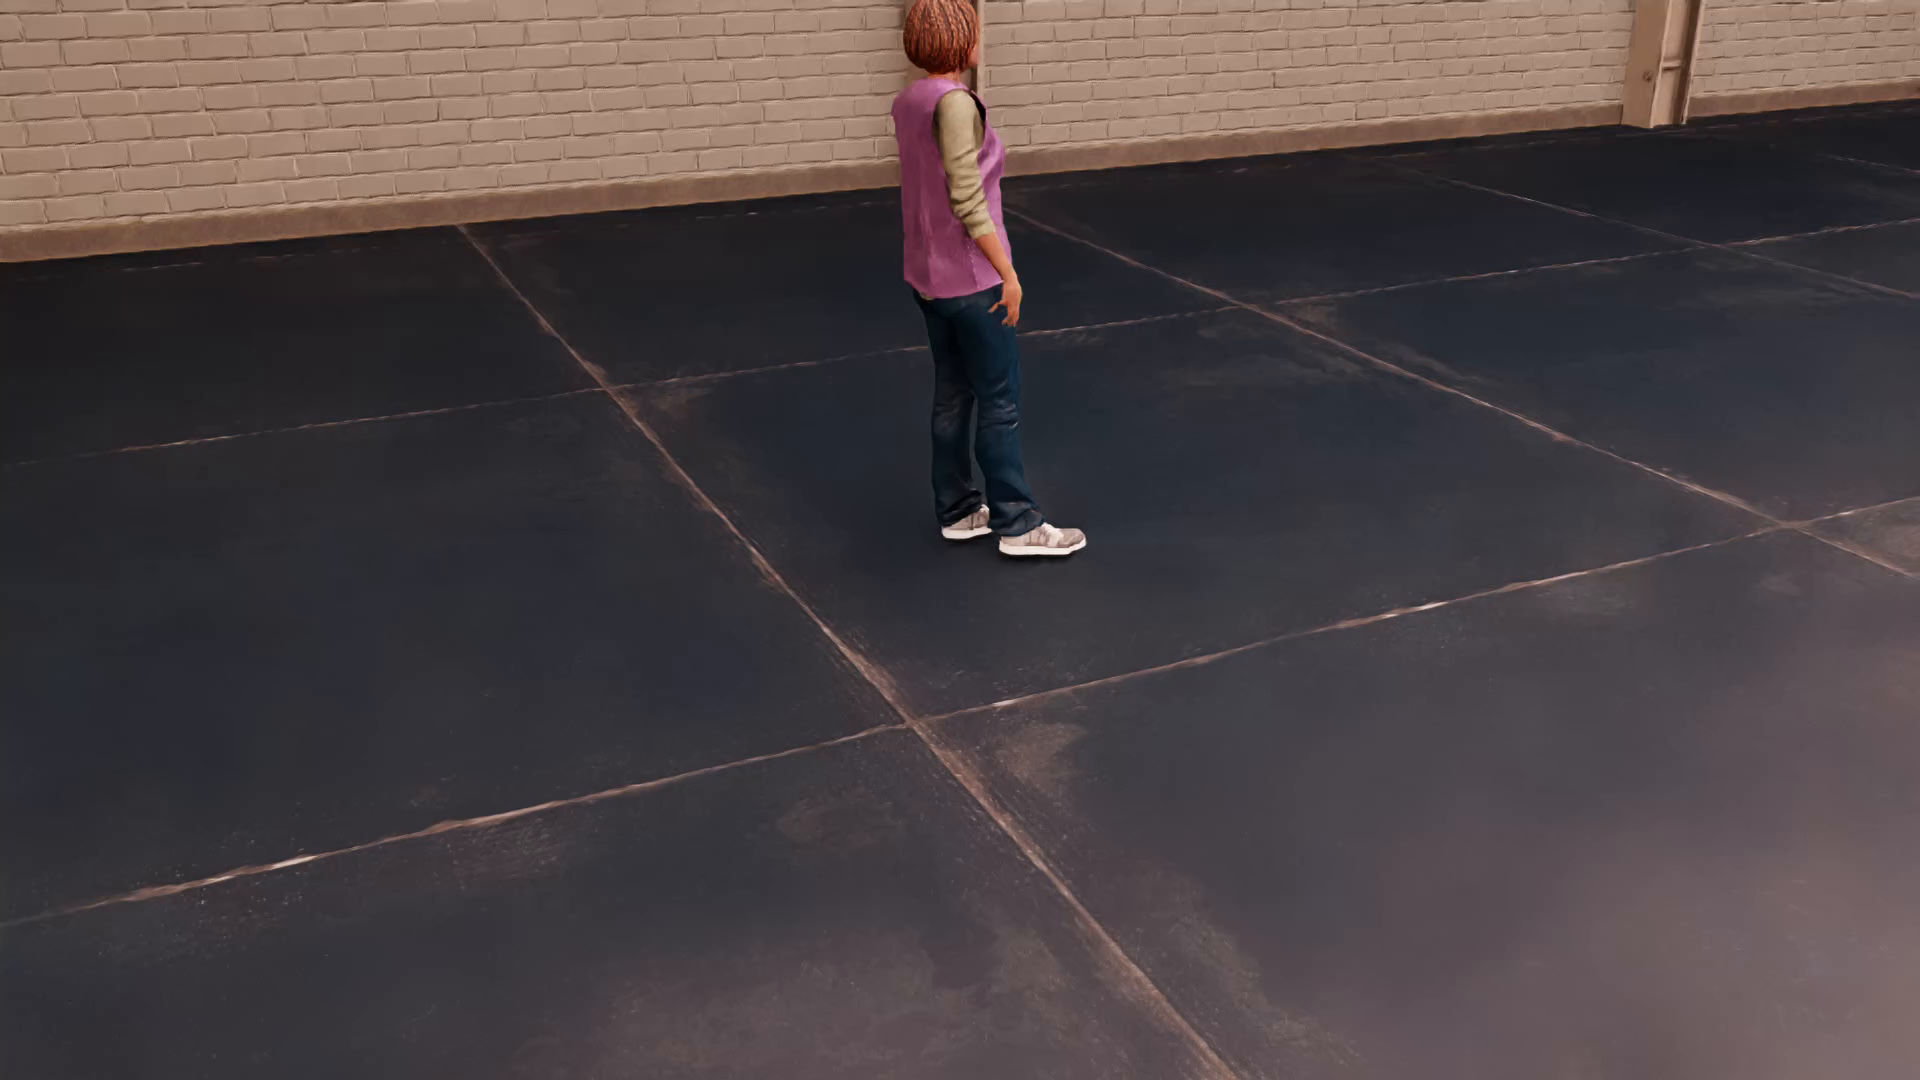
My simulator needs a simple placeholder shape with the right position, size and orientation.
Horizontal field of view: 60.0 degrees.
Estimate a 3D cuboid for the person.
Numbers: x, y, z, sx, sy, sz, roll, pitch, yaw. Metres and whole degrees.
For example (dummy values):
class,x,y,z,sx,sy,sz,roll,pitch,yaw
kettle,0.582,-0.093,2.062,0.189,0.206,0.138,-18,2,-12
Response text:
class,x,y,z,sx,sy,sz,roll,pitch,yaw
person,0.073,-0.751,4.815,0.474,1.597,0.520,-10,25,-23
